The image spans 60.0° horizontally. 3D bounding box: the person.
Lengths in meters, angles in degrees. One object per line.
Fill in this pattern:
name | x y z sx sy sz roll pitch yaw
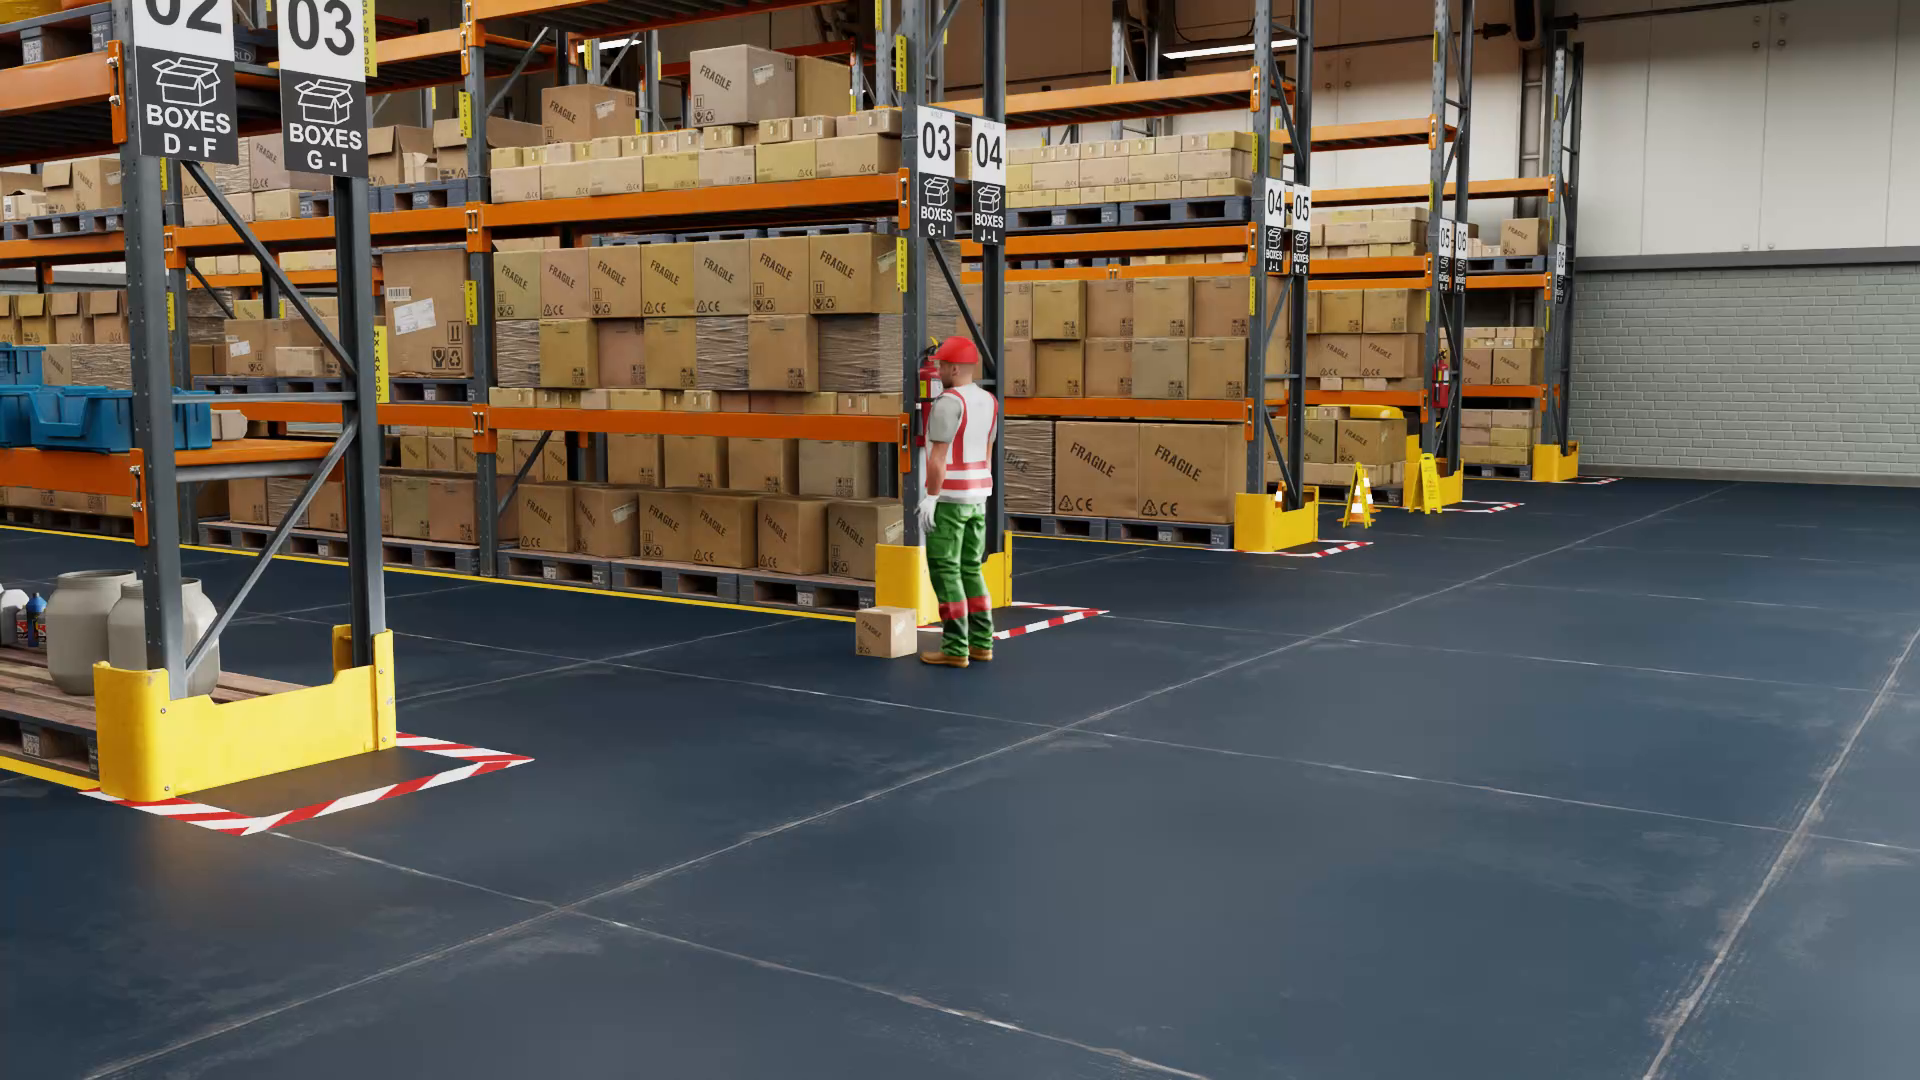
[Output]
person | -0.018 -0.212 9.070 0.343 1.783 0.525 4 8 35
